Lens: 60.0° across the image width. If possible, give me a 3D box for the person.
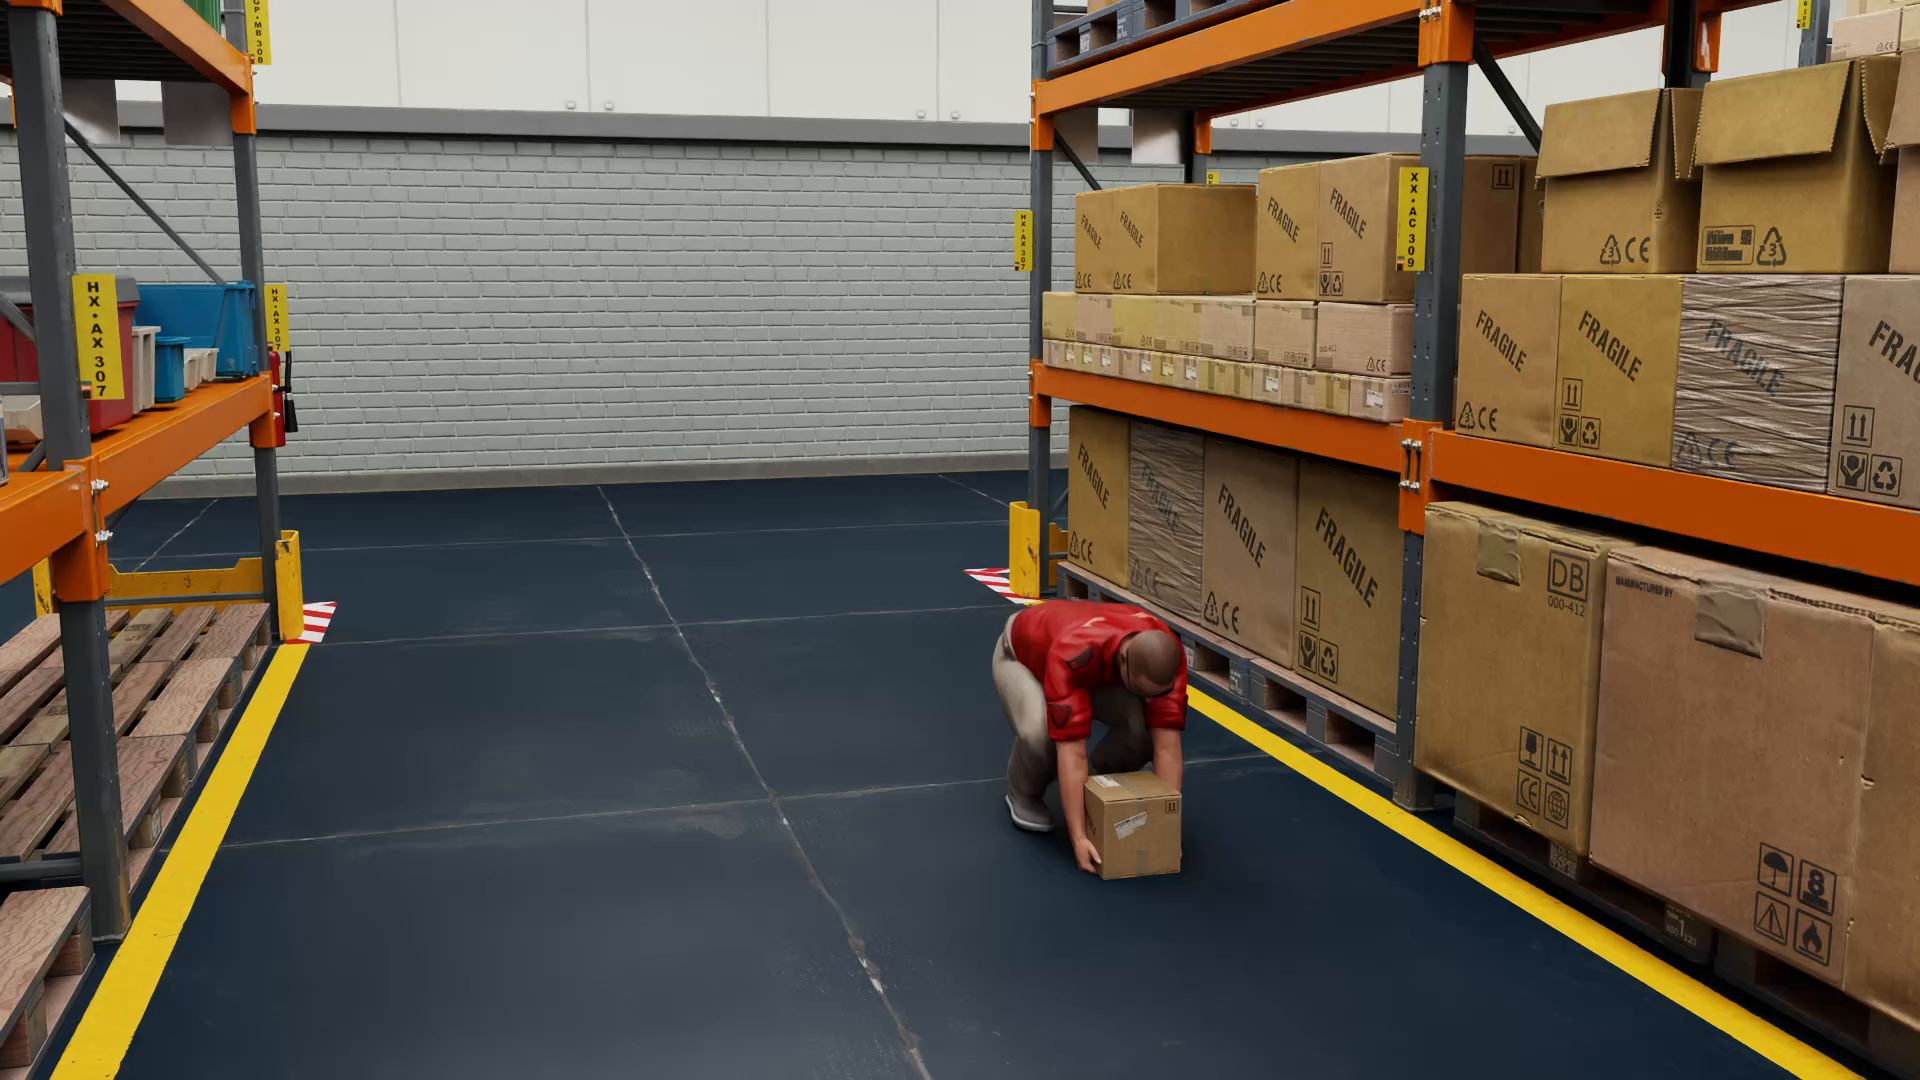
[{"bbox_3d":[0.425,0.584,5.383,0.527,0.789,0.939,-3,10,-17],"label":"person"}]
